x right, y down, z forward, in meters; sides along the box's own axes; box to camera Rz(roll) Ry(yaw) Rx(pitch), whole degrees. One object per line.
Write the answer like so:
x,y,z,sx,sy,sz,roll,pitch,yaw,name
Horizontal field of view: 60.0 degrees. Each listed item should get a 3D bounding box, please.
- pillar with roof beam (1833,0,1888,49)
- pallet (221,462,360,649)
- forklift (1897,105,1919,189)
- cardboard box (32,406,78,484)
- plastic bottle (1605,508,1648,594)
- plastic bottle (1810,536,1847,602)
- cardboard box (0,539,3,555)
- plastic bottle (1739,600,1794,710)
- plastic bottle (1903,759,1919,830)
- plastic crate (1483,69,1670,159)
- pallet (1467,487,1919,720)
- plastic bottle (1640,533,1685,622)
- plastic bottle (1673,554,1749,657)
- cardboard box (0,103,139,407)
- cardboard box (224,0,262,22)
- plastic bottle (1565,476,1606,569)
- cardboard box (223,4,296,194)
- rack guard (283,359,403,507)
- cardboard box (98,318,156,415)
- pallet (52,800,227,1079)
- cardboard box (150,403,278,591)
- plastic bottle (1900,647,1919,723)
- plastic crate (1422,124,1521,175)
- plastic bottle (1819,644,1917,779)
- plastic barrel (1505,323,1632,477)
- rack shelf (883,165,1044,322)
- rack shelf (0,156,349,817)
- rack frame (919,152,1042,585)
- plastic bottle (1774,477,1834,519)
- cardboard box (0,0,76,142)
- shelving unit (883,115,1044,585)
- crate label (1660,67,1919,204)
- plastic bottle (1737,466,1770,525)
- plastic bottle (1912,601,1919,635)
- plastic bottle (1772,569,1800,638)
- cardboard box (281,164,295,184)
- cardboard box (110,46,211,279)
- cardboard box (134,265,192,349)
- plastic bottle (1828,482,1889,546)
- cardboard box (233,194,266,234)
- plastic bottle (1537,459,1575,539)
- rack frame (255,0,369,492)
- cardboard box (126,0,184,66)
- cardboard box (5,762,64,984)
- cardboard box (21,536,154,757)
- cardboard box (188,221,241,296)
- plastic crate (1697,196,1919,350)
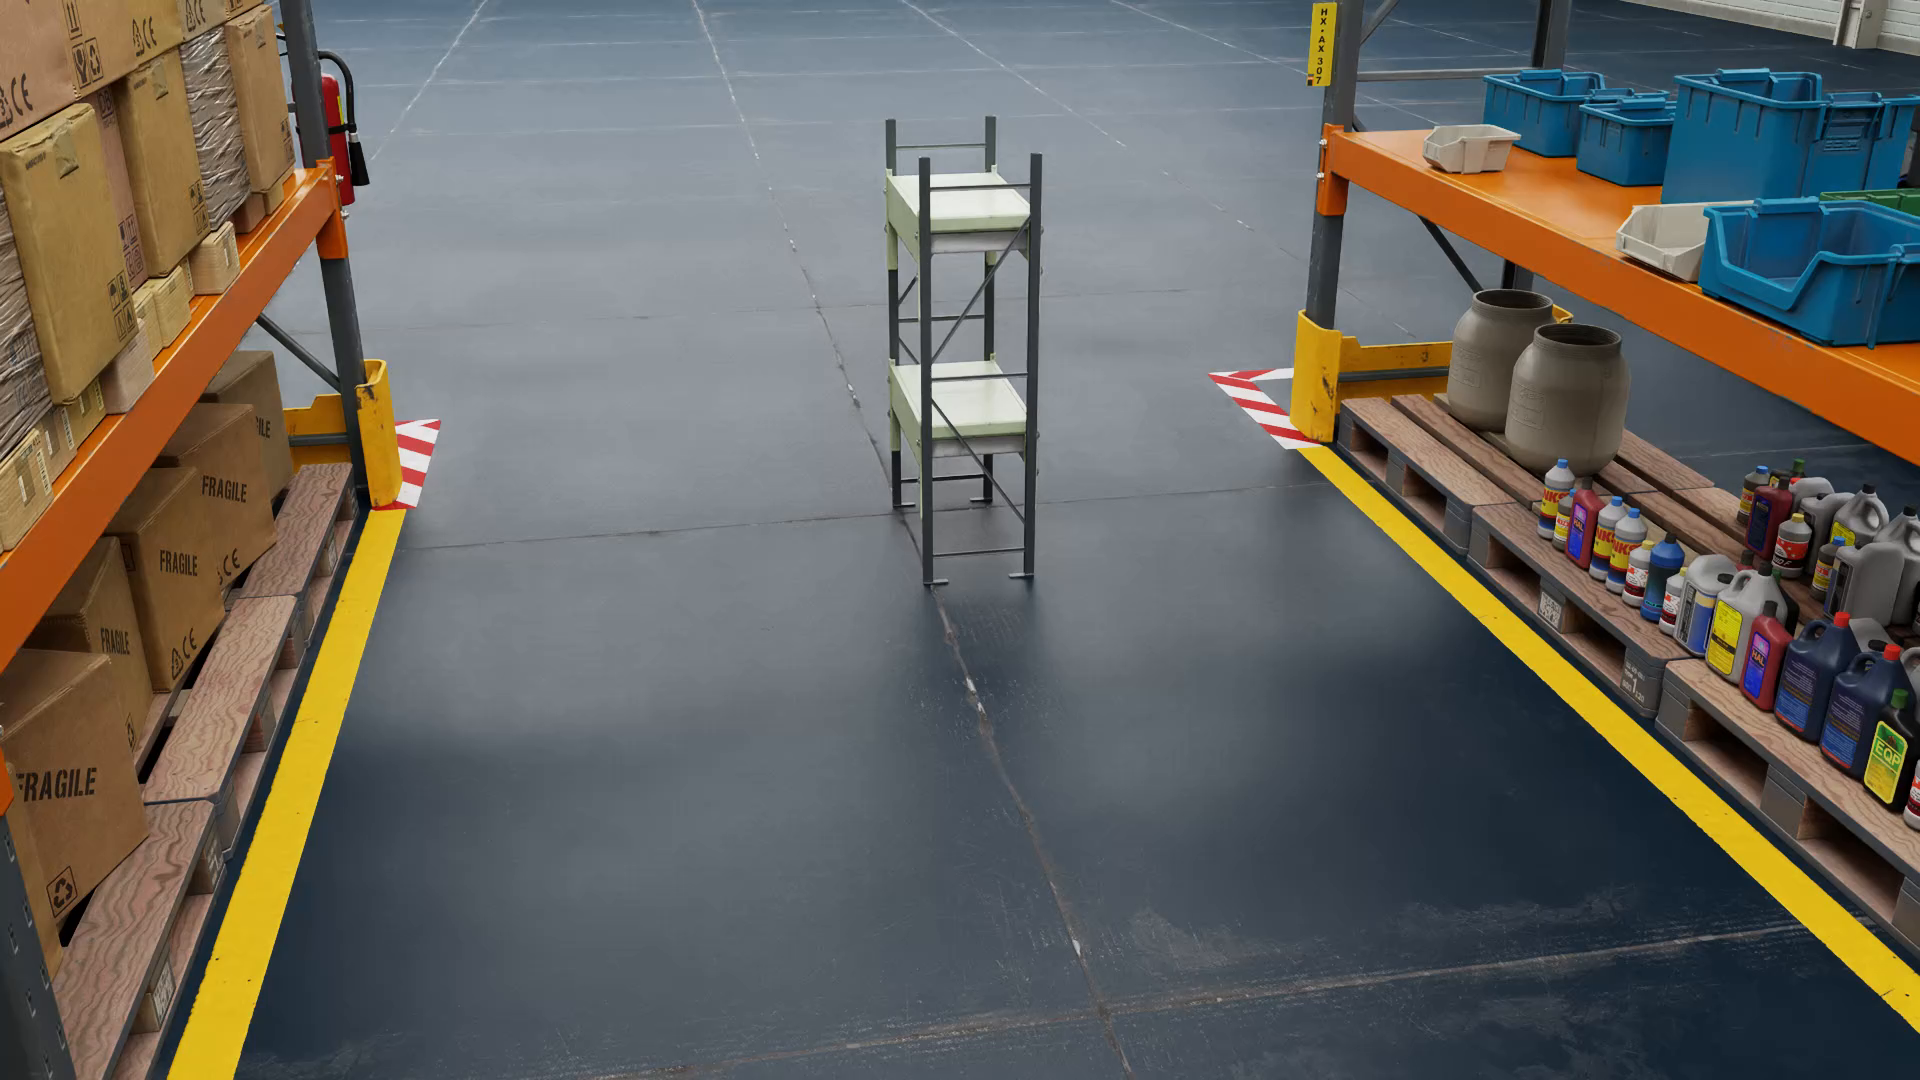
6.282,-9.603,16.994,9.100,9.000,0.400,-4,24,-10,pillar with roof beam
-2.722,0.066,5.834,1.003,0.211,1.213,-4,24,-10,pallet
4.576,-1.662,6.393,1.130,2.935,3.031,-4,24,-8,forklift
-1.963,-0.178,3.223,0.380,0.149,0.250,-4,24,-10,cardboard box
2.127,0.029,5.295,0.097,0.271,0.097,0,24,0,plastic bottle
2.756,0.087,5.249,0.097,0.201,0.097,0,24,0,plastic bottle
-1.856,0.018,2.775,0.380,0.149,0.250,-4,24,-10,cardboard box
2.247,0.318,4.619,0.061,0.283,0.133,-3,24,-6,plastic bottle
2.382,0.604,4.065,0.097,0.201,0.097,0,24,0,plastic bottle
2.403,-1.687,6.551,0.499,0.251,0.616,-4,24,-10,plastic crate
2.443,0.173,5.590,1.003,0.211,1.213,-4,24,-10,pallet
2.164,0.109,5.113,0.097,0.271,0.097,0,24,0,plastic bottle
2.232,0.191,4.918,0.152,0.276,0.135,-4,24,-9,plastic bottle
-2.192,-0.553,3.272,0.875,0.500,0.500,-4,24,-10,cardboard box
-2.409,-1.810,4.900,0.500,0.500,0.500,-4,24,-10,cardboard box
2.069,-0.060,5.485,0.061,0.283,0.133,-4,24,-9,plastic bottle
-2.567,-1.340,5.073,0.875,0.500,0.500,-4,24,-10,cardboard box
-2.838,-0.388,6.514,1.175,0.500,0.348,-4,24,-10,rack guard
-2.024,-0.377,3.678,0.380,0.149,0.250,-4,24,-10,cardboard box
-2.271,1.026,3.637,1.003,0.211,1.213,-4,24,-10,pallet
-2.608,-0.131,5.401,0.500,0.500,0.500,2,24,4,cardboard box
2.495,0.413,4.317,0.144,0.351,0.185,-4,24,-10,plastic bottle
1.865,-1.434,6.114,0.298,0.136,0.250,-4,24,-10,plastic crate
2.353,0.424,4.293,0.144,0.351,0.185,-5,24,-11,plastic bottle
2.305,-0.532,6.304,0.421,0.512,0.421,0,24,0,plastic barrel
-0.001,-1.048,5.800,0.431,0.370,0.720,-4,24,-10,rack shelf
-2.482,-0.447,4.425,1.077,0.370,4.000,-4,24,-10,rack shelf
0.066,-0.546,5.626,0.400,1.500,0.023,-4,24,-10,rack frame
2.806,-0.092,5.567,0.152,0.276,0.135,-4,24,-9,plastic bottle
-2.039,-1.023,3.099,0.500,0.500,0.500,-4,24,-10,cardboard box
-0.001,-0.690,5.956,0.431,1.500,0.755,-4,24,-10,shelving unit
2.622,-1.242,5.303,0.502,0.435,0.616,-4,24,-10,crate label
2.786,-0.159,5.814,0.097,0.201,0.097,0,24,0,plastic bottle
2.950,0.188,5.017,0.097,0.201,0.097,0,24,0,plastic bottle
2.354,0.234,4.810,0.061,0.283,0.133,-4,24,-10,plastic bottle
-2.596,-1.352,5.911,0.380,0.149,0.250,-4,24,-10,cardboard box
-2.436,-0.942,4.163,0.875,0.500,0.500,-4,24,-10,cardboard box
-2.147,-0.571,4.123,0.380,0.149,0.250,-4,24,-10,cardboard box
2.866,-0.007,5.279,0.144,0.351,0.185,-3,24,-8,plastic bottle
-2.423,-1.059,5.241,0.380,0.149,0.250,-4,24,-10,cardboard box
2.045,-0.145,5.694,0.097,0.271,0.097,0,24,0,plastic bottle
-2.852,-1.564,6.082,1.000,3.000,0.127,-4,24,-10,rack frame
-2.235,-1.416,3.997,0.500,0.500,0.500,-4,24,-10,cardboard box
-2.147,0.803,3.263,0.500,0.500,0.500,-5,24,-11,cardboard box
-2.452,0.339,4.324,0.500,0.500,0.500,-6,24,-14,cardboard box
-2.215,-0.769,4.578,0.380,0.149,0.250,-4,24,-10,cardboard box
2.284,-0.704,4.300,0.499,0.251,0.616,-4,24,-10,plastic crate
